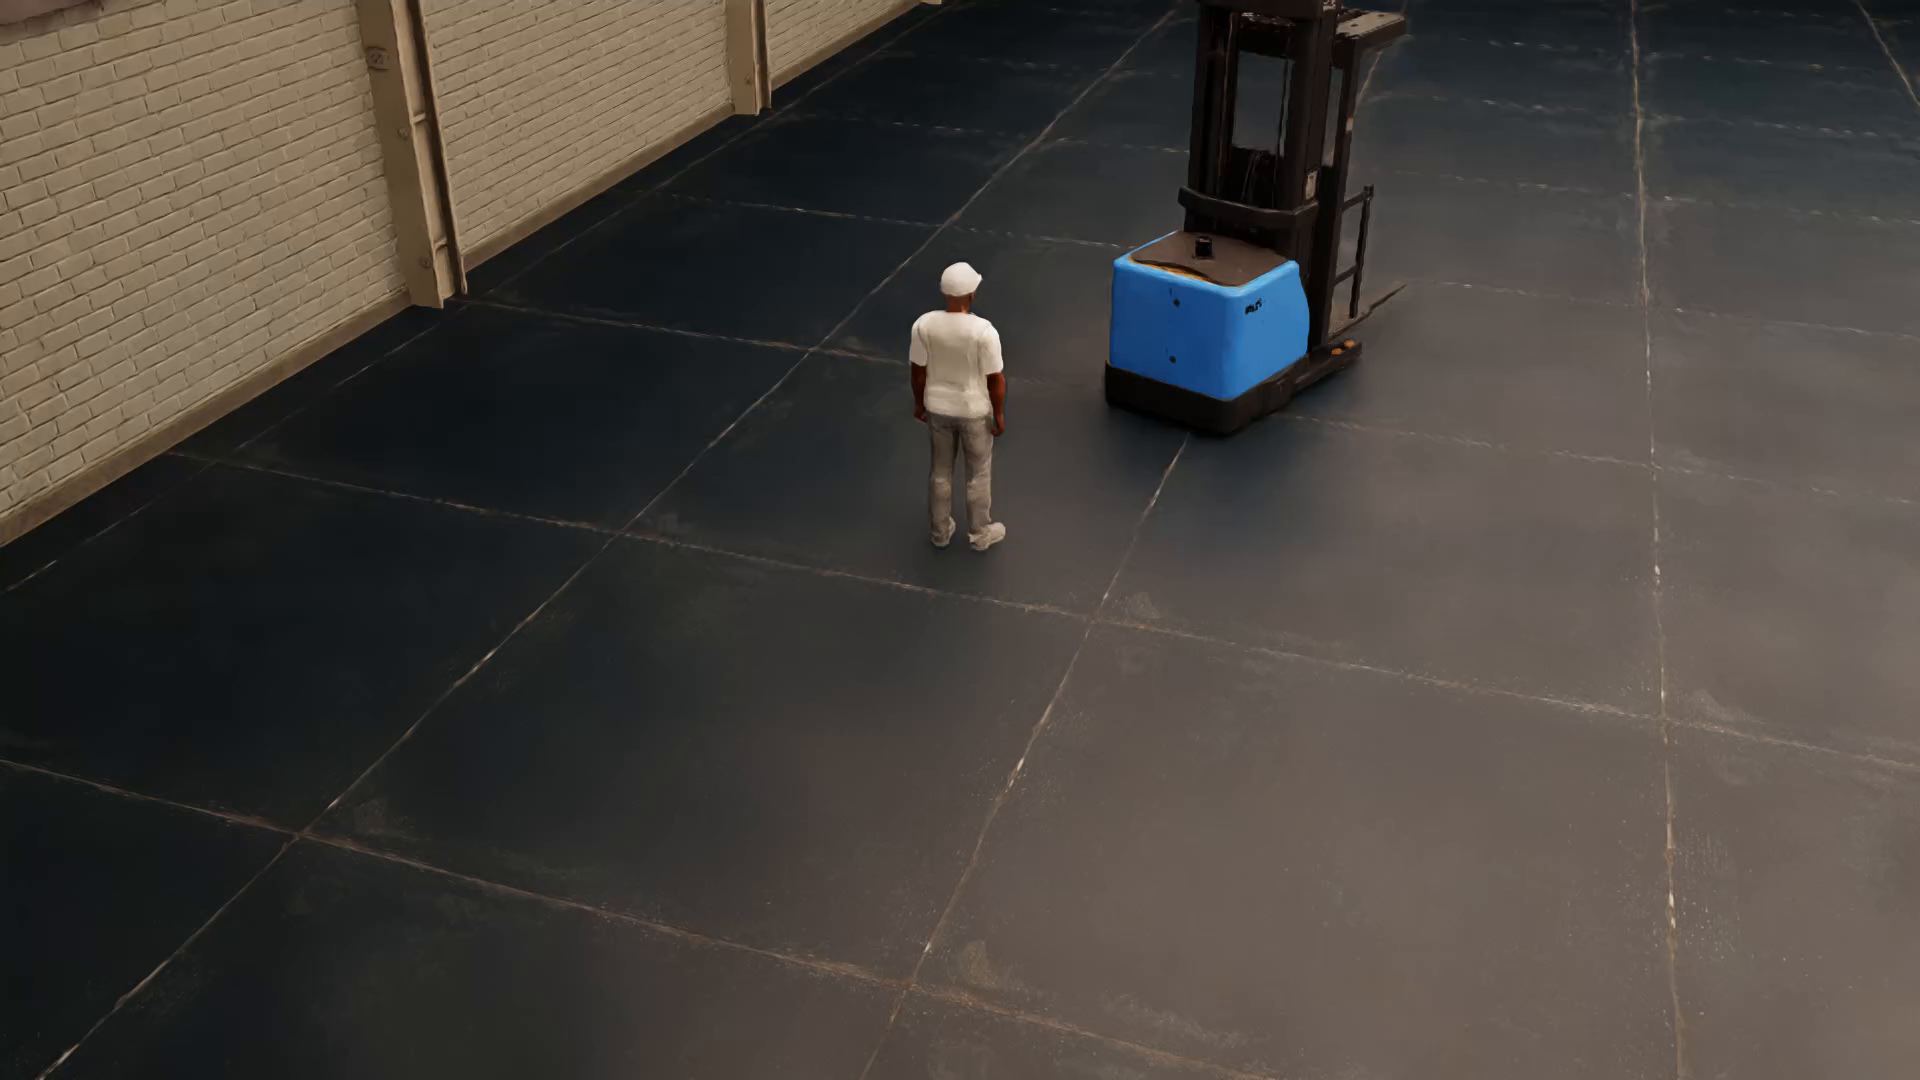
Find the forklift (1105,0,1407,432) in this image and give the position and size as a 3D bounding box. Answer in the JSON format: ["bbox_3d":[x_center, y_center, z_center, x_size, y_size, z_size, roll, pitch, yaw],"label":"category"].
[{"bbox_3d":[2.345,-2.661,11.804,1.130,2.935,3.031,22,36,33],"label":"forklift"}]

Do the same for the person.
[{"bbox_3d":[0.003,-0.774,9.669,0.559,1.771,0.367,10,31,16],"label":"person"}]
